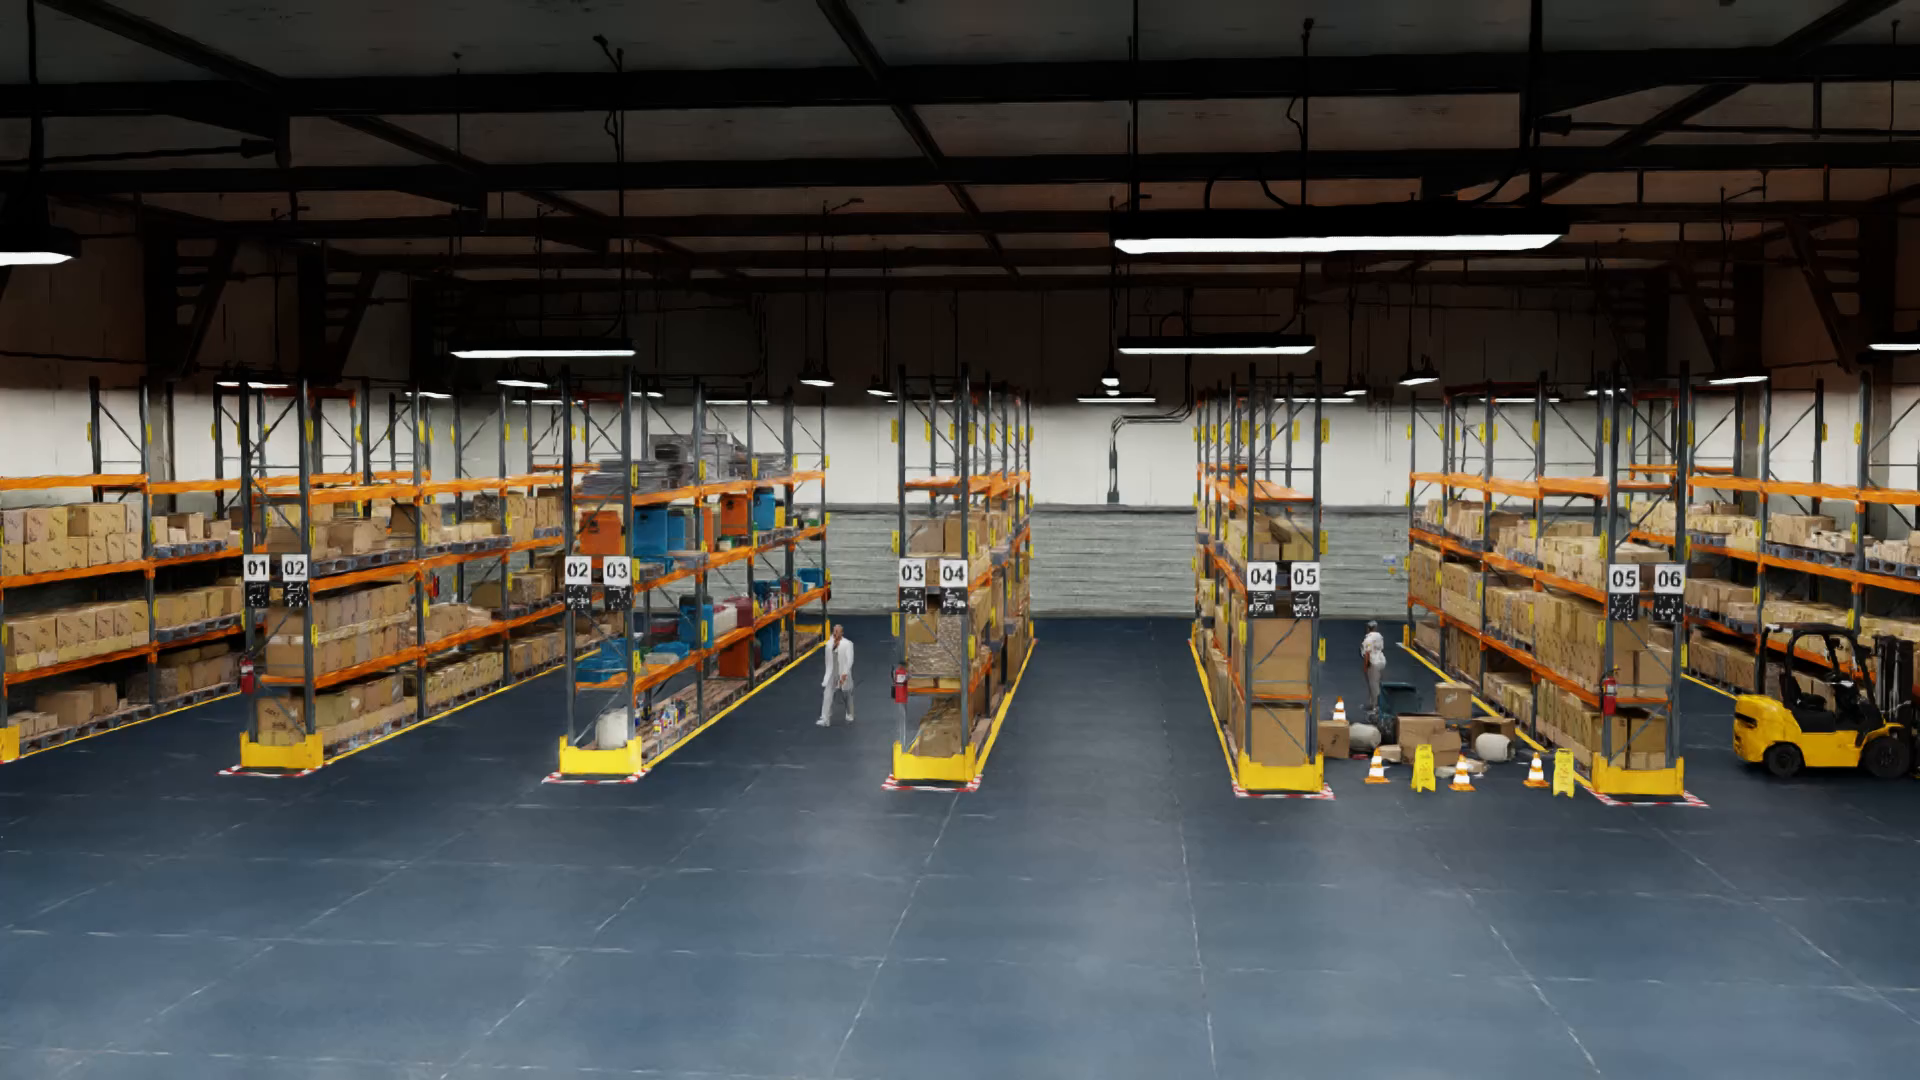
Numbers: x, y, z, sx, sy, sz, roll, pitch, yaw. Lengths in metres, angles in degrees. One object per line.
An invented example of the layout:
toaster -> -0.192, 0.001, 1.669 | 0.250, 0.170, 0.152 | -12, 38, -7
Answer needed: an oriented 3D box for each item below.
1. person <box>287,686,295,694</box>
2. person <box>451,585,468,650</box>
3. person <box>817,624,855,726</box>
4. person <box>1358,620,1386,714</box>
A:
person -> -12.562, 2.165, 31.625 | 0.639, 1.632, 0.512 | 0, 4, 4
person -> -10.783, 1.779, 36.032 | 0.446, 1.789, 0.605 | -2, 4, -26
person -> -2.083, 2.300, 28.499 | 0.571, 1.714, 1.103 | 1, 4, 14
person -> 7.363, 2.252, 29.769 | 0.556, 1.659, 0.598 | 3, 5, 36
